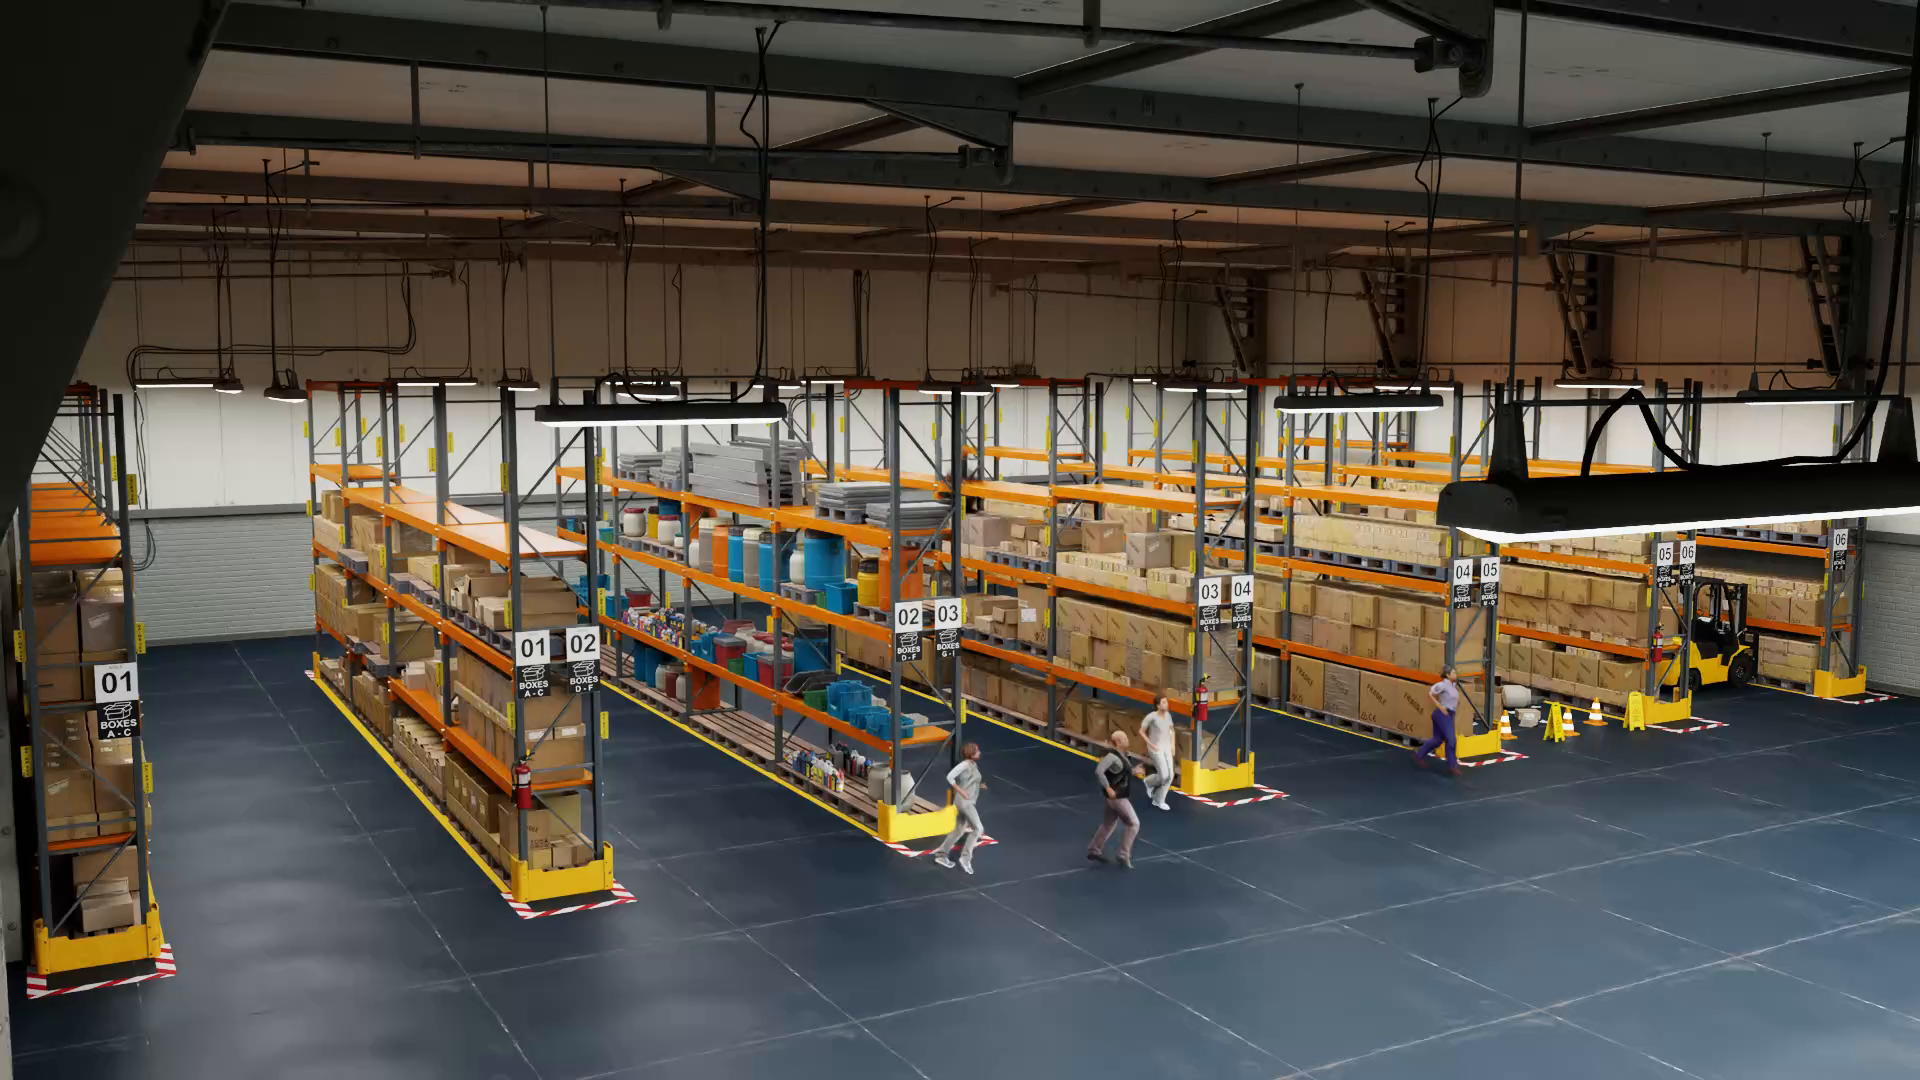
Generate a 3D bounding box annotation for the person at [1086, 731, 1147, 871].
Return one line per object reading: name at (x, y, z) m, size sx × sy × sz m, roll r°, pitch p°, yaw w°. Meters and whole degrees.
person at (1.977, 3.275, 20.920) m, size 0.754 × 1.782 × 0.625 m, roll 0°, pitch 6°, yaw 5°

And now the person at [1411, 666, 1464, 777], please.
person at (7.506, 2.795, 25.878) m, size 0.808 × 1.681 × 0.613 m, roll 3°, pitch 7°, yaw 27°

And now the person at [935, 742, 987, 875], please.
person at (0.023, 3.344, 20.862) m, size 0.643 × 1.600 × 0.593 m, roll 1°, pitch 6°, yaw 7°

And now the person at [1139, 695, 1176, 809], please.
person at (2.847, 3.011, 23.735) m, size 0.595 × 1.639 × 0.535 m, roll -4°, pitch 7°, yaw -32°
